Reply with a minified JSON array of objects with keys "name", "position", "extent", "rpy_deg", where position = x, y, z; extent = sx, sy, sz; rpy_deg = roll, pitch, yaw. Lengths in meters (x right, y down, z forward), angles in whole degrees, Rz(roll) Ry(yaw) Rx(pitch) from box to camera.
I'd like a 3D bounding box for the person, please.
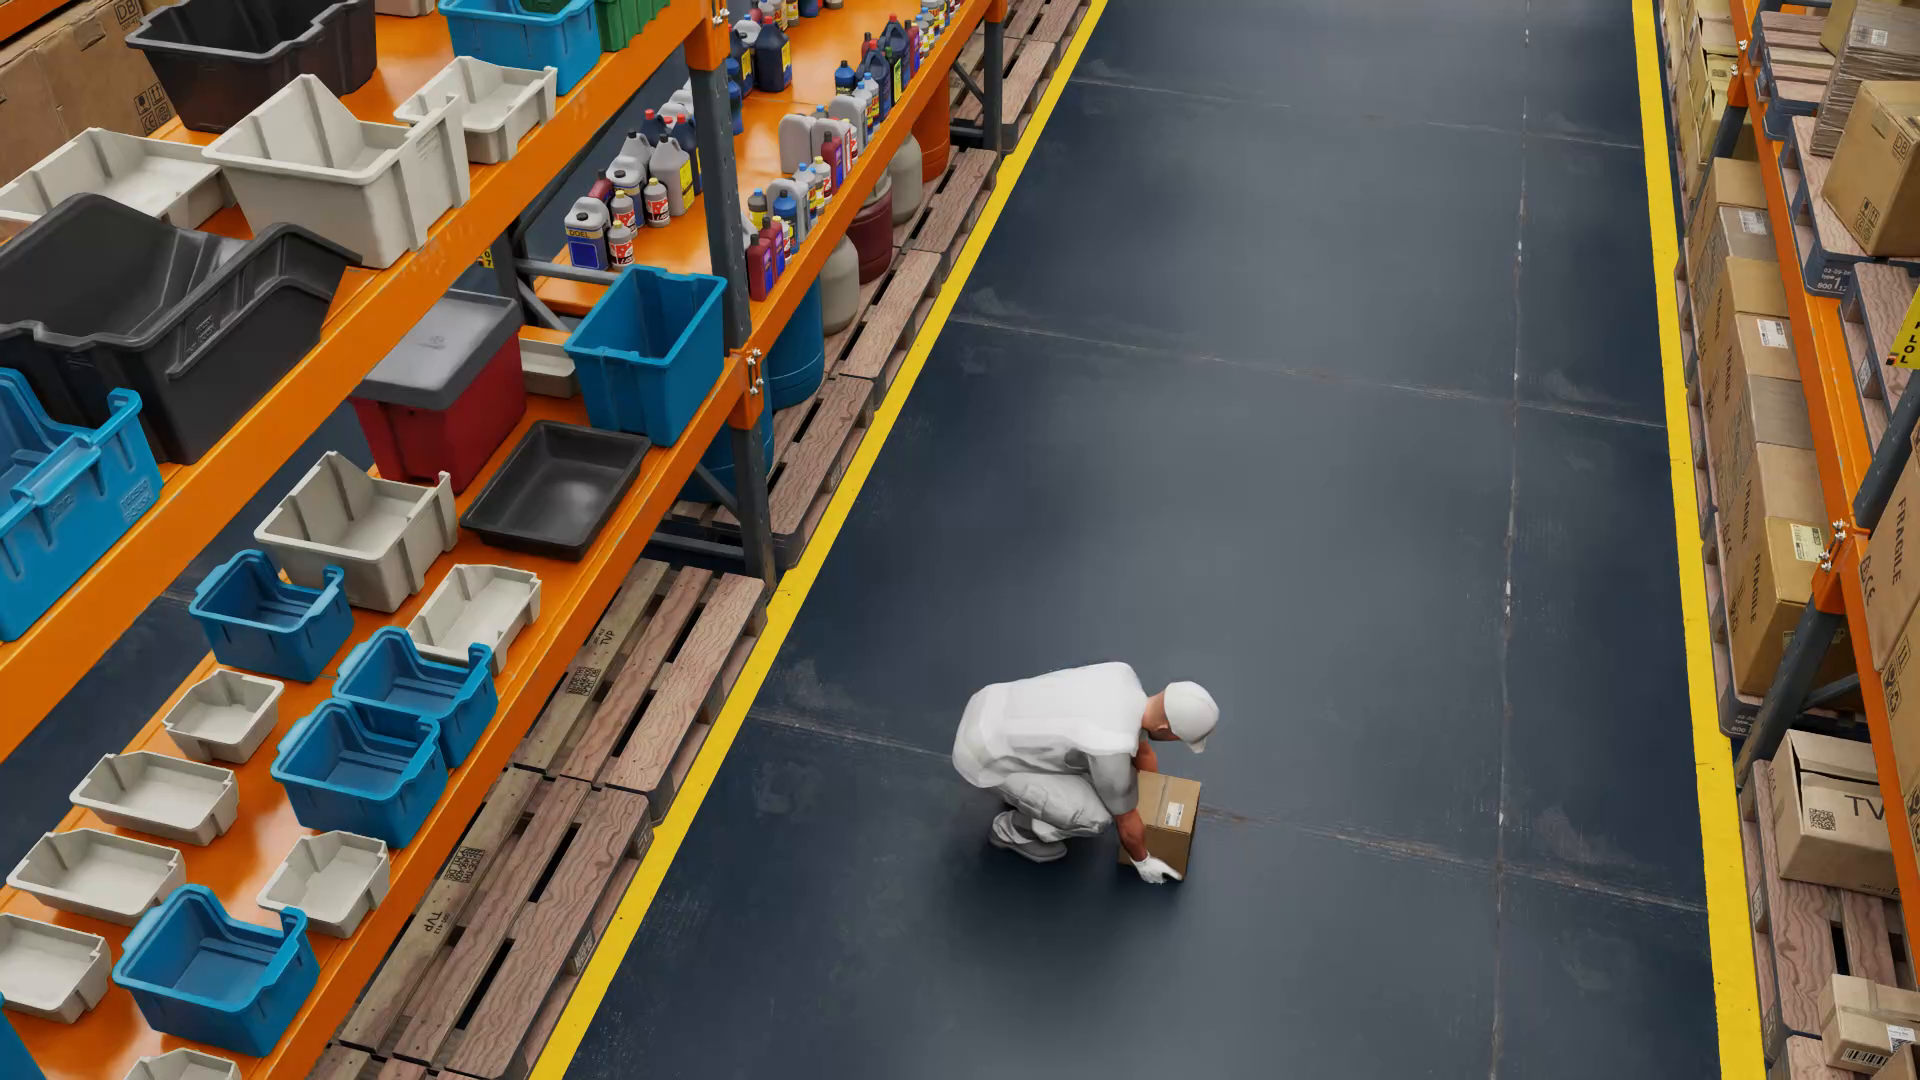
[{"name":"person","position":[0.439,0.815,6.027],"extent":[0.920,0.869,0.546],"rpy_deg":[10,42,11]}]
